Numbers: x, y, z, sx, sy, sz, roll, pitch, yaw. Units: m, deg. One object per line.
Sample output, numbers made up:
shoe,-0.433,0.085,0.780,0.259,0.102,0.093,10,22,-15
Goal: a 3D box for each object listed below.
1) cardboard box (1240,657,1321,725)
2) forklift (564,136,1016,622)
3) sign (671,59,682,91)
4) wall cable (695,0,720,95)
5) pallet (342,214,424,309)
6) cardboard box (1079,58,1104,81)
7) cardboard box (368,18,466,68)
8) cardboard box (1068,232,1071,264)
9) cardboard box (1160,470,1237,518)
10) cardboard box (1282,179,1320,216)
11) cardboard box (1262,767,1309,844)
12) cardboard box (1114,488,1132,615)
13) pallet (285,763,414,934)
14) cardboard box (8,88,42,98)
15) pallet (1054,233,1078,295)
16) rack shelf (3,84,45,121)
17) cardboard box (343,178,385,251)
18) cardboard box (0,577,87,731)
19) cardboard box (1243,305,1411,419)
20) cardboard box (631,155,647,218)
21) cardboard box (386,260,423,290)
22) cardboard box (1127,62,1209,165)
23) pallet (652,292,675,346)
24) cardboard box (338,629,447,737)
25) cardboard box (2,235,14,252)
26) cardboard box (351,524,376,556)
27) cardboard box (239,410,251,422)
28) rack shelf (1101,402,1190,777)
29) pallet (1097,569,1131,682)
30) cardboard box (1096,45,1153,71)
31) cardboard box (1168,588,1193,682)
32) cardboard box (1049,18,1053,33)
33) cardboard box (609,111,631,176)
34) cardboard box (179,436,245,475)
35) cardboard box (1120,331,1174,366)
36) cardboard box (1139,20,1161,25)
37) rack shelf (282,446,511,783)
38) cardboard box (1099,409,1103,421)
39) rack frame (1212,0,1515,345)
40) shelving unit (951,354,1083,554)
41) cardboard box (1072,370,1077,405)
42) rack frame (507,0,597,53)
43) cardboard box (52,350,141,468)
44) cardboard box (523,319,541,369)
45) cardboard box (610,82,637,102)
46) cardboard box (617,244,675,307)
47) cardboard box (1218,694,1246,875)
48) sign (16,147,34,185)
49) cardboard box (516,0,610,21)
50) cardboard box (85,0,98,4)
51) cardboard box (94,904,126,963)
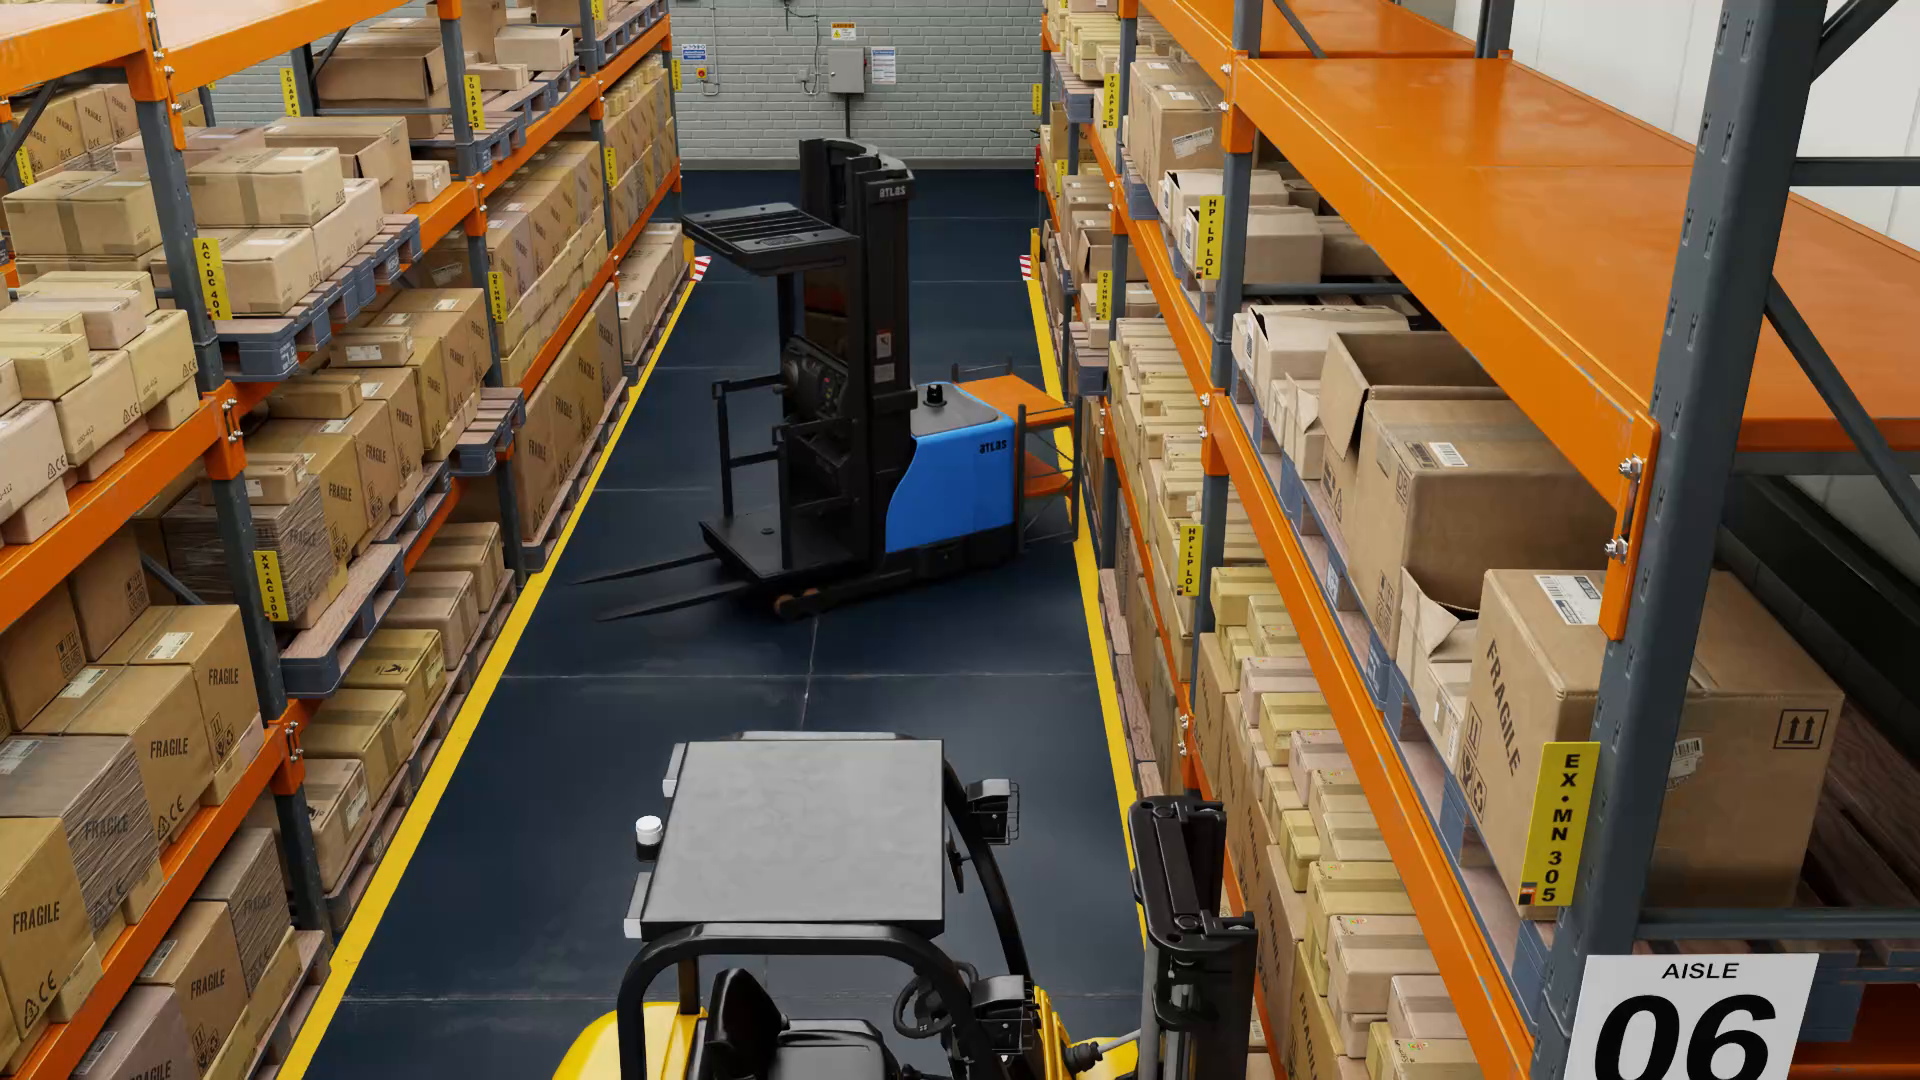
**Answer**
cardboard box,1.224,0.547,6.015,0.380,0.149,0.250,0,24,1
forklift,-1.141,-1.053,10.906,3.031,2.935,1.130,-13,28,-27
sign,-3.039,-4.982,17.815,0.100,0.325,0.005,0,24,-1
wall cable,-3.667,-7.150,23.031,0.585,1.953,0.123,0,24,-1
pallet,-3.366,-1.368,8.106,1.213,0.211,1.003,0,24,-1
cardboard box,1.073,-3.456,12.168,0.380,0.149,0.250,0,24,1
cardboard box,-3.804,-3.381,11.699,0.500,0.500,0.500,0,24,0
cardboard box,1.056,-2.281,13.190,0.396,0.266,0.258,1,24,2
cardboard box,1.180,-0.224,8.081,0.380,0.149,0.250,-1,24,-2
cardboard box,1.568,-1.697,8.258,0.380,0.166,0.250,0,24,-1
cardboard box,1.238,0.891,5.616,0.380,0.149,0.250,-1,24,-2
cardboard box,1.462,0.071,10.708,0.875,0.625,0.625,1,24,1
pallet,-3.461,1.545,8.461,1.003,0.211,1.213,0,24,-1
cardboard box,-8.765,-3.890,15.399,0.500,0.500,0.500,0,24,1
pallet,1.324,-2.308,13.829,1.003,0.211,1.213,0,24,-1
rack shelf,-8.509,-4.500,15.677,1.077,0.370,4.000,0,24,-1
cardboard box,-3.091,-1.553,7.960,0.500,0.250,0.500,-1,24,-1
cardboard box,-3.680,0.352,6.020,0.700,0.500,0.500,0,24,0
cardboard box,1.278,-0.648,5.762,0.500,0.311,0.500,0,24,1
cardboard box,-3.282,-3.354,15.787,0.500,0.500,0.500,0,24,0
cardboard box,-3.762,-1.766,11.063,0.500,0.500,0.500,-1,24,-2
cardboard box,1.233,-2.426,9.466,0.500,0.500,0.500,0,24,0
pallet,-3.485,-2.248,16.848,1.003,0.211,1.213,0,24,-1
cardboard box,-3.480,0.803,9.398,0.950,0.372,0.625,1,24,1
cardboard box,-8.163,-2.641,14.637,0.380,0.149,0.250,1,24,1
cardboard box,-3.176,-0.036,8.369,0.380,0.149,0.250,0,24,0
cardboard box,-3.729,-0.659,8.170,0.380,0.149,0.250,-1,24,-3
rack shelf,1.490,0.075,9.200,1.077,0.370,4.000,0,24,-1
pallet,1.438,0.533,10.698,1.003,0.211,1.213,0,24,-1
cardboard box,1.155,-3.367,11.636,0.380,0.149,0.250,0,24,0
cardboard box,1.245,0.433,7.717,0.500,0.250,0.500,0,24,1
cardboard box,1.077,-5.068,16.364,0.380,0.149,0.250,0,24,-1
cardboard box,-3.301,-3.608,15.135,0.500,0.500,0.500,-1,24,-1
cardboard box,-3.692,-0.171,7.879,0.500,0.500,0.500,0,24,0
cardboard box,1.182,-1.175,10.183,0.380,0.149,0.250,0,24,1
cardboard box,1.575,-3.910,12.812,0.380,0.149,0.250,0,24,1
rack shelf,-3.473,0.099,9.147,1.077,0.370,4.000,0,24,-1
cardboard box,1.217,-0.848,12.105,0.380,0.149,0.250,-1,24,-2
rack frame,1.512,-2.162,5.993,1.000,3.000,0.127,0,24,-1
shelving unit,0.398,-0.650,12.206,0.538,1.125,1.048,-12,27,-25
cardboard box,1.221,-1.358,14.019,0.500,0.500,0.500,-1,24,-1
rack frame,-3.538,-5.435,13.229,1.000,3.000,0.127,0,24,-1
cardboard box,-3.171,-0.450,5.668,0.500,0.250,0.500,-1,24,-1
cardboard box,-3.272,-1.399,11.768,0.500,0.250,0.500,-1,24,-2
cardboard box,-3.280,-4.257,15.783,0.380,0.149,0.250,0,24,0
cardboard box,-3.457,-2.725,17.117,0.875,0.438,0.875,0,24,1
cardboard box,1.278,0.925,6.328,0.500,0.500,0.500,0,24,0
sign,-7.932,-3.169,14.094,0.100,0.325,0.005,0,24,-1
cardboard box,-3.585,-4.907,14.947,0.797,0.503,0.637,2,24,4
cardboard box,-8.268,-4.993,15.469,0.500,0.250,0.500,-1,24,-3
cardboard box,-3.156,1.365,5.780,0.380,0.149,0.250,-1,24,-1
